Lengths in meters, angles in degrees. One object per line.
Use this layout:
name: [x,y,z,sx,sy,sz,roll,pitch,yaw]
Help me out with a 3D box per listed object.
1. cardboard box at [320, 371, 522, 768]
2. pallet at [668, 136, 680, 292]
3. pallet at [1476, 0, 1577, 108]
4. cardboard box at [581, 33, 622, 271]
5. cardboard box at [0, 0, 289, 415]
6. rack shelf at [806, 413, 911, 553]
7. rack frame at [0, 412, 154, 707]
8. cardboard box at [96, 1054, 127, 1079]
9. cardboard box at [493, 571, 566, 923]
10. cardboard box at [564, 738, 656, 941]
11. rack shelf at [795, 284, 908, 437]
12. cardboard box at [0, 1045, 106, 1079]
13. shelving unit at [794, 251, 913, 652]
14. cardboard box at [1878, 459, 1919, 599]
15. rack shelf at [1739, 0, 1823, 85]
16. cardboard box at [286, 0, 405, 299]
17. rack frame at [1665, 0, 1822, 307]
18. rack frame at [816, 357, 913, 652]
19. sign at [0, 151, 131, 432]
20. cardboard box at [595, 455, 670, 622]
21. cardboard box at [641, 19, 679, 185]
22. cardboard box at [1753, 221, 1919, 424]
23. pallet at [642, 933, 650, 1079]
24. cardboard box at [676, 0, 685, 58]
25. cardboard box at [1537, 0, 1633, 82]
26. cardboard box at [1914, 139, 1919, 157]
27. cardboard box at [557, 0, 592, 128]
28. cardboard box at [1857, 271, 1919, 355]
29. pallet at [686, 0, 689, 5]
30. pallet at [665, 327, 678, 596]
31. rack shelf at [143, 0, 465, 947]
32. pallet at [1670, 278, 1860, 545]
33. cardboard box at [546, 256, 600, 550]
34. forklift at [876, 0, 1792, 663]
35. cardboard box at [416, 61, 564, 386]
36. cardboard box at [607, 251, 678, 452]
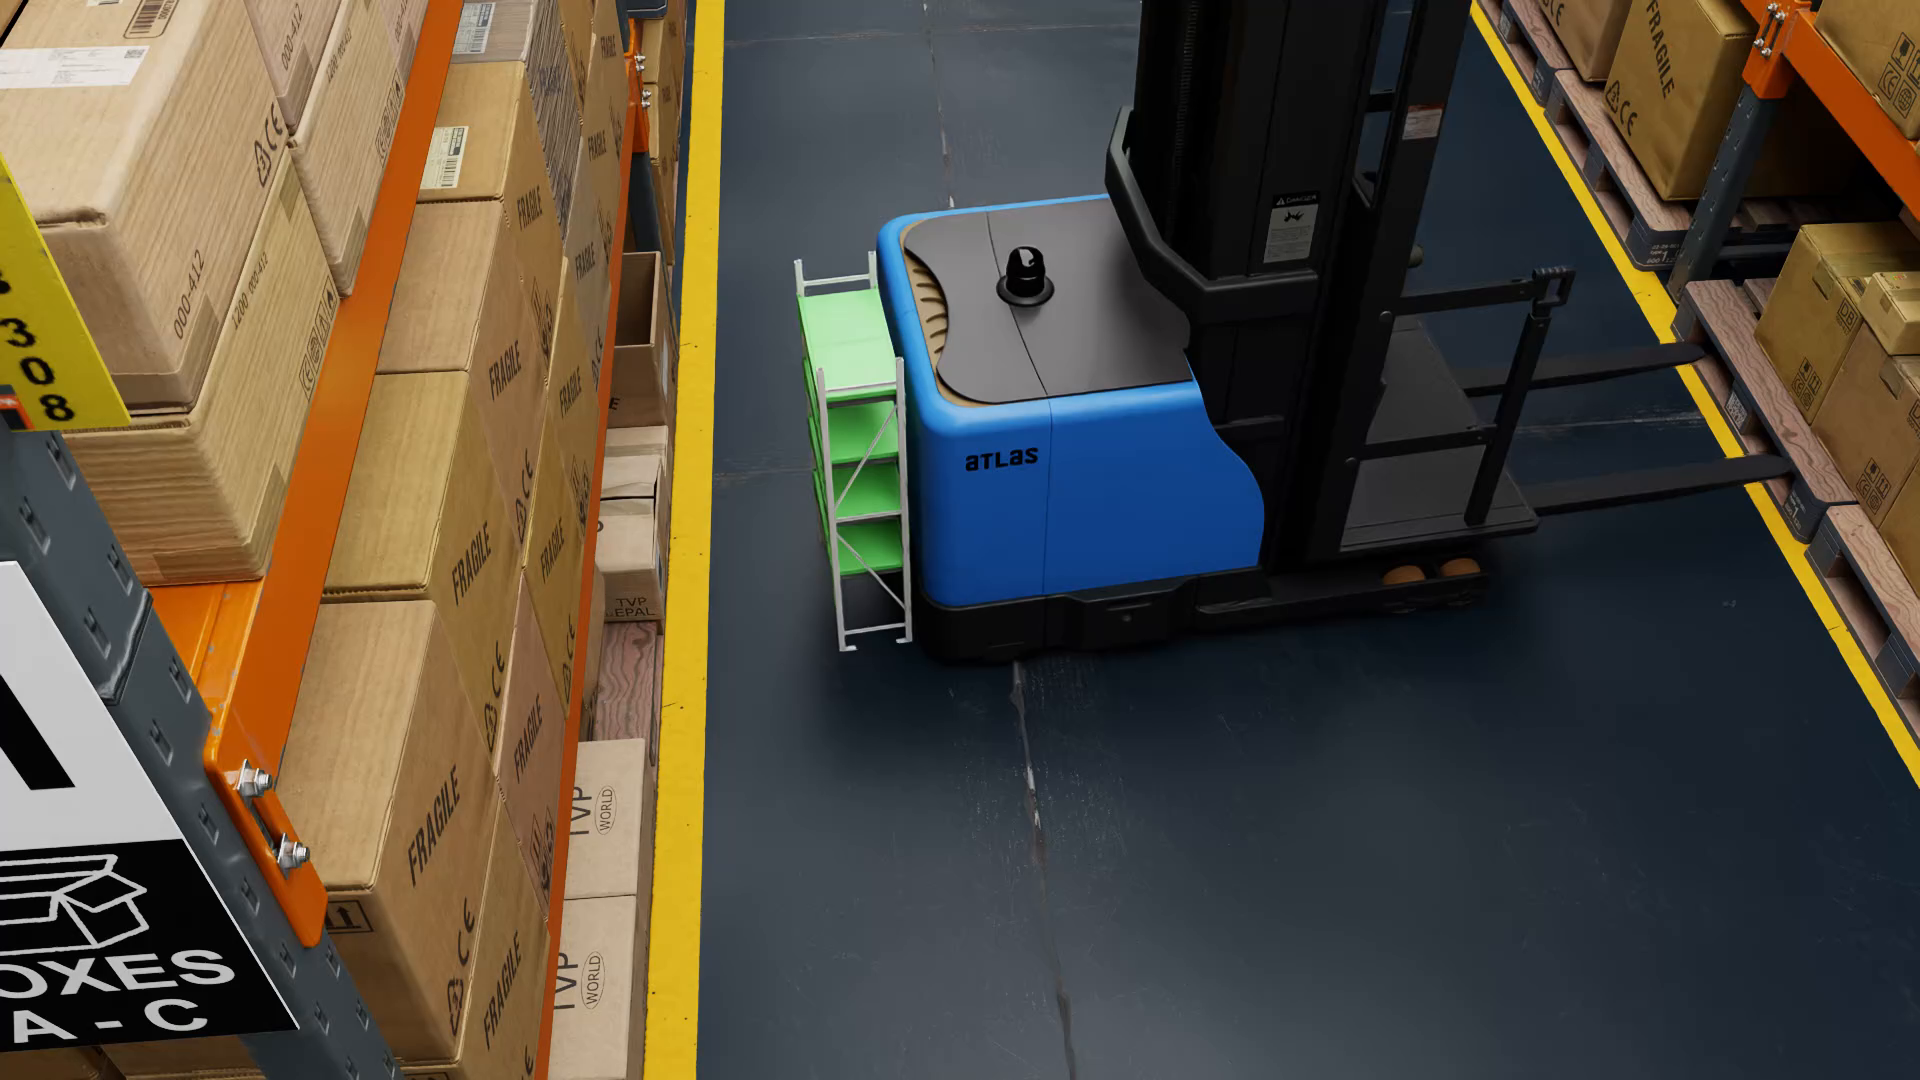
cardboard box: [-1.078,0.070,2.860,0.500,0.500,0.500,-3,47,-3]
pallet: [-1.692,-1.358,6.891,1.003,0.211,1.213,-3,47,-3]
pallet: [3.104,-2.514,7.986,1.003,0.211,1.213,-3,47,-3]
cardboard box: [-1.245,-1.046,4.606,0.500,0.500,0.500,-2,47,-2]
cardboard box: [-1.035,-0.376,1.733,0.500,0.250,0.500,-3,47,-3]
rack shelf: [-0.320,-0.199,5.200,0.258,0.148,0.480,-8,47,-7]
rack frame: [-1.252,-0.899,0.404,1.000,3.000,0.127,-3,47,-3]
cardboard box: [-1.561,0.822,2.837,0.500,0.500,0.500,-2,47,-2]
cardboard box: [-1.075,0.419,3.218,0.500,0.500,0.500,-4,47,-4]
cardboard box: [-1.098,0.823,4.495,0.500,0.250,0.500,-3,47,-3]
rack shelf: [-0.320,-0.529,4.852,0.258,0.148,0.480,-8,47,-7]
cardboard box: [-1.563,0.480,2.472,0.500,0.500,0.500,-4,47,-4]
shelving unit: [-0.320,-0.243,5.154,0.258,1.200,0.503,-8,47,-7]
cardboard box: [3.389,-0.037,5.151,0.700,0.500,0.500,-3,47,-2]
rack shelf: [3.182,-3.234,7.242,1.077,0.370,4.000,-3,47,-3]
cardboard box: [-1.070,-0.566,2.258,0.500,0.250,0.500,-3,47,-3]
rack frame: [3.349,-2.034,5.611,1.000,3.000,0.127,-3,47,-3]
rack frame: [-0.274,-0.069,4.989,0.240,1.200,0.015,-8,47,-7]
sign: [-0.711,-0.202,1.207,0.100,0.325,0.005,-3,47,-3]
cardboard box: [-1.193,-0.020,5.252,0.500,0.311,0.500,-3,47,-3]
cardboard box: [-1.440,-1.772,6.781,0.500,0.500,0.500,-3,47,-3]
cardboard box: [3.310,-0.772,5.848,0.700,0.500,0.500,-3,47,-3]
pallet: [-1.326,1.491,4.193,1.003,0.211,1.213,-3,47,-3]
cardboard box: [-1.516,-2.500,7.471,0.500,0.500,0.500,-5,47,-5]
cardboard box: [3.088,-2.545,7.286,0.750,0.750,0.750,-2,47,-2]
cardboard box: [3.434,-1.216,4.629,0.980,0.700,0.700,-5,47,-4]
cardboard box: [-1.241,-1.388,4.241,0.500,0.500,0.500,-4,47,-4]
cardboard box: [3.157,-0.736,5.367,0.380,0.149,0.250,-2,47,-2]
pallet: [-1.897,-3.123,8.563,1.003,0.211,1.213,-3,47,-3]
pallet: [-1.530,-0.275,5.865,1.003,0.211,1.213,-3,47,-3]
rack shelf: [-1.419,-1.068,3.125,1.077,0.370,4.000,-3,47,-3]
pallet: [3.335,-0.521,6.098,1.003,0.211,1.213,-3,47,-3]
cardboard box: [-1.154,-0.306,3.905,0.500,0.500,0.500,-3,47,-3]
forklift: [1.291,-1.136,4.808,3.031,2.935,1.130,-8,47,-7]
cardboard box: [-1.158,-0.659,3.551,0.500,0.500,0.500,-4,47,-4]
cardboard box: [-1.256,-0.627,5.697,0.500,0.500,0.500,-3,47,-3]
